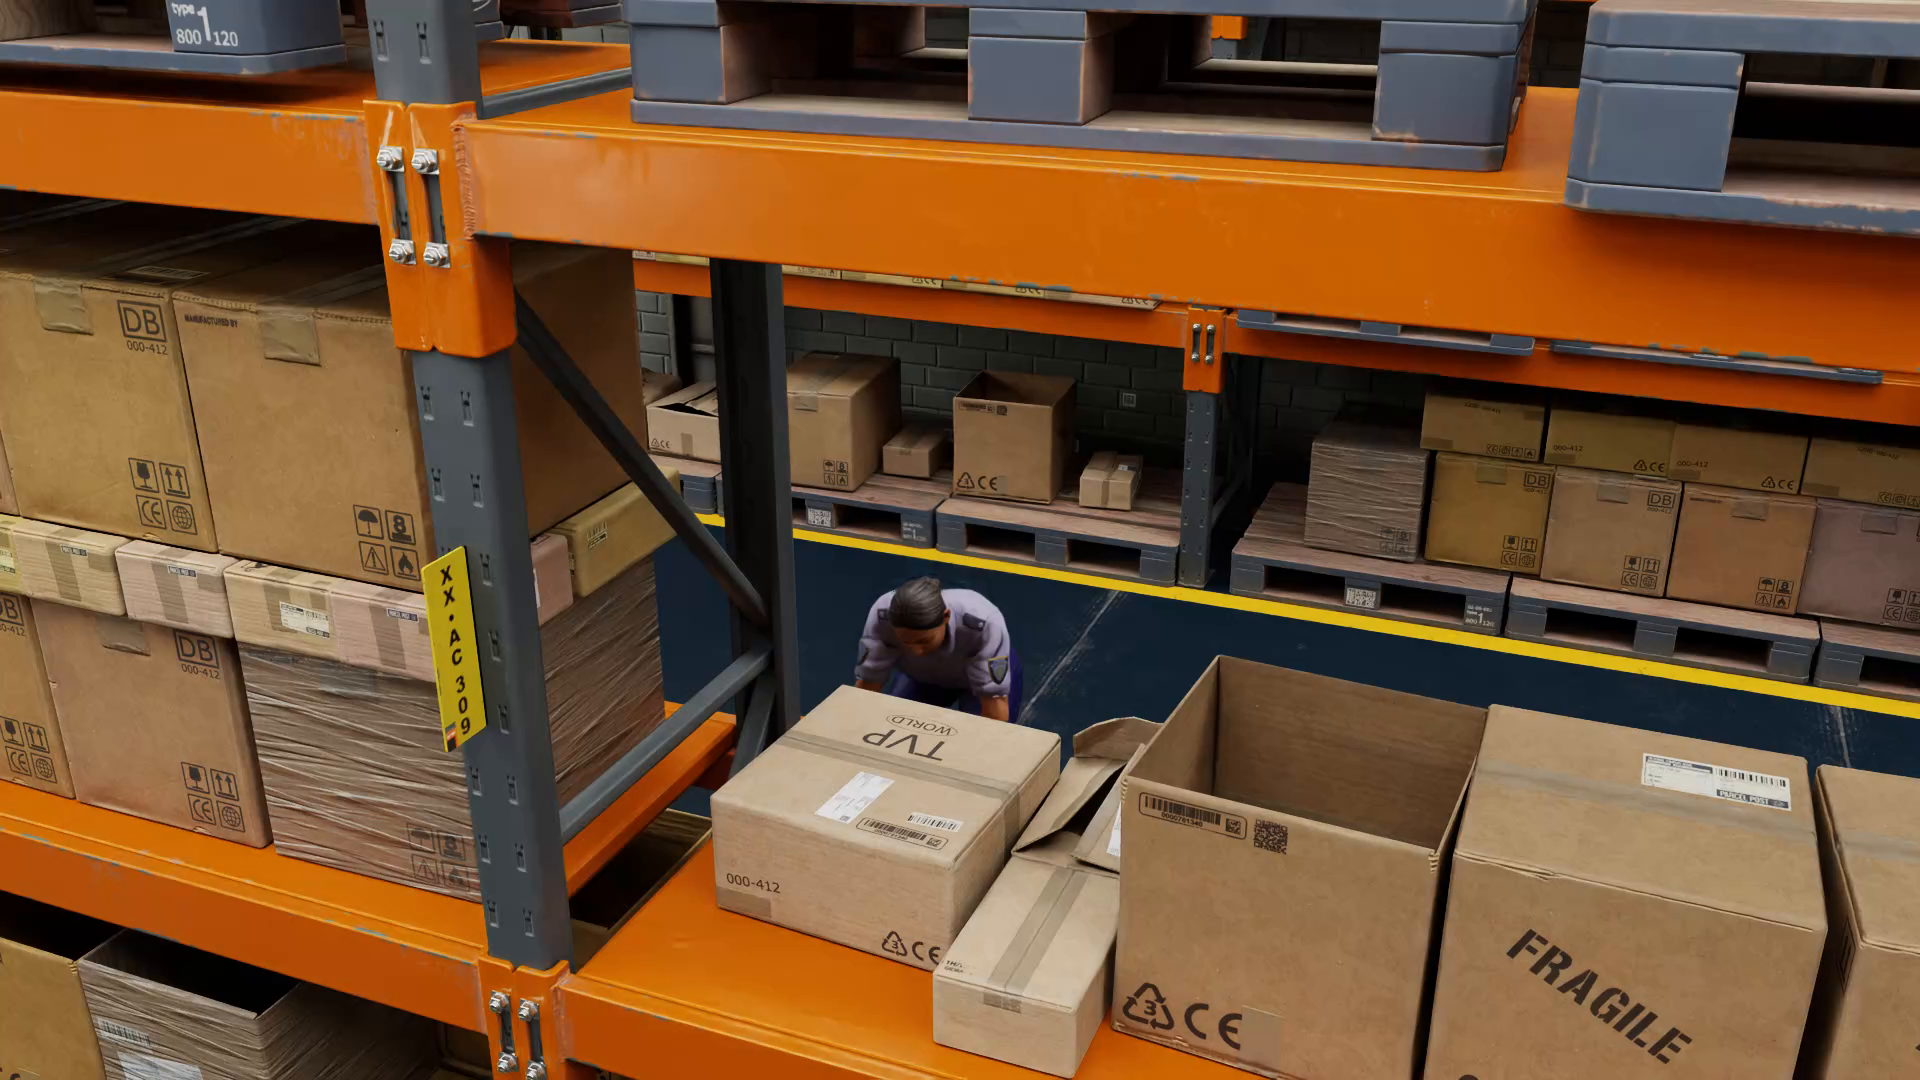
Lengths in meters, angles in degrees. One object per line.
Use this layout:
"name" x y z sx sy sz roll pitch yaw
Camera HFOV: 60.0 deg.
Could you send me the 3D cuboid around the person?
"person" -0.041 0.562 5.438 0.540 1.132 0.755 9 24 20
